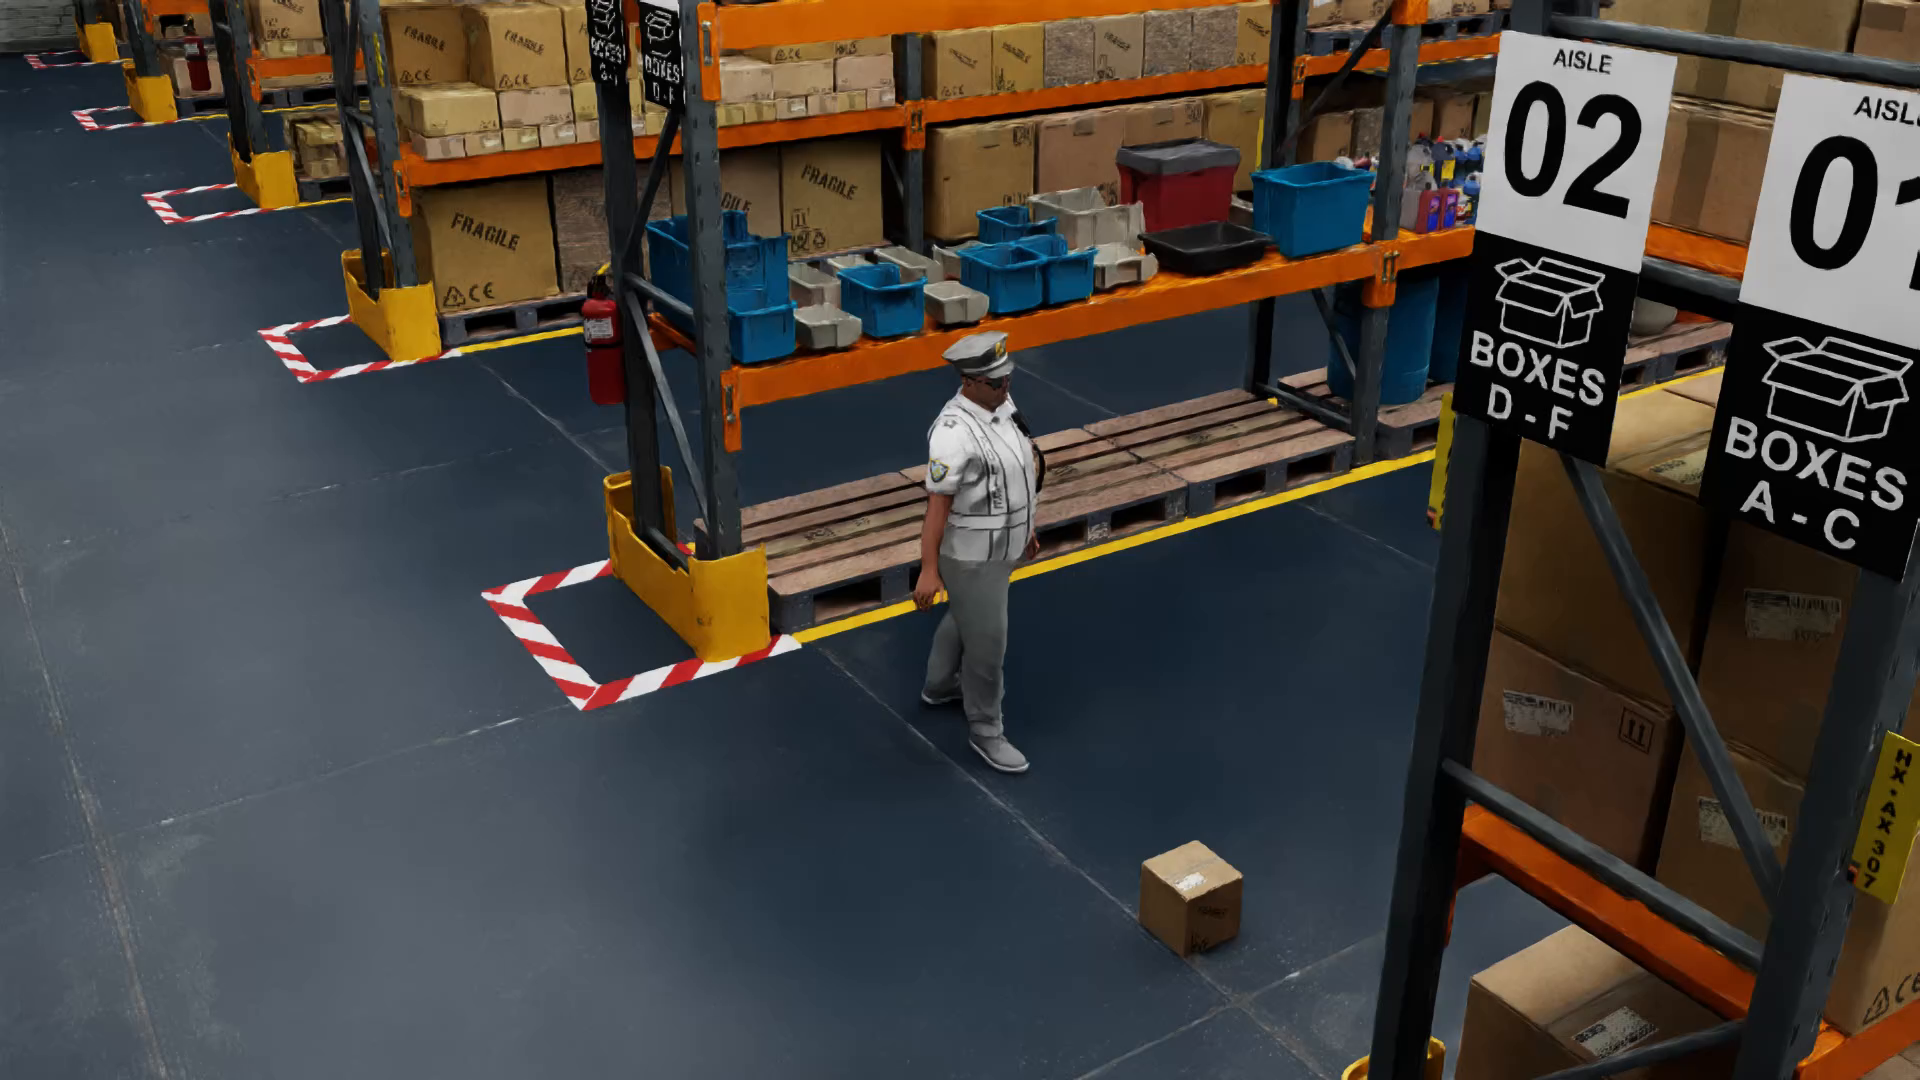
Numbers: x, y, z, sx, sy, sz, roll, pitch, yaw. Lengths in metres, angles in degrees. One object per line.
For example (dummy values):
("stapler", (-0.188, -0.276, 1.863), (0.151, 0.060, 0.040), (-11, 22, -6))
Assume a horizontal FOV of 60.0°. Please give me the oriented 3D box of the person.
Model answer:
("person", (0.073, 0.003, 6.582), (0.584, 1.752, 0.711), (8, 26, 17))
